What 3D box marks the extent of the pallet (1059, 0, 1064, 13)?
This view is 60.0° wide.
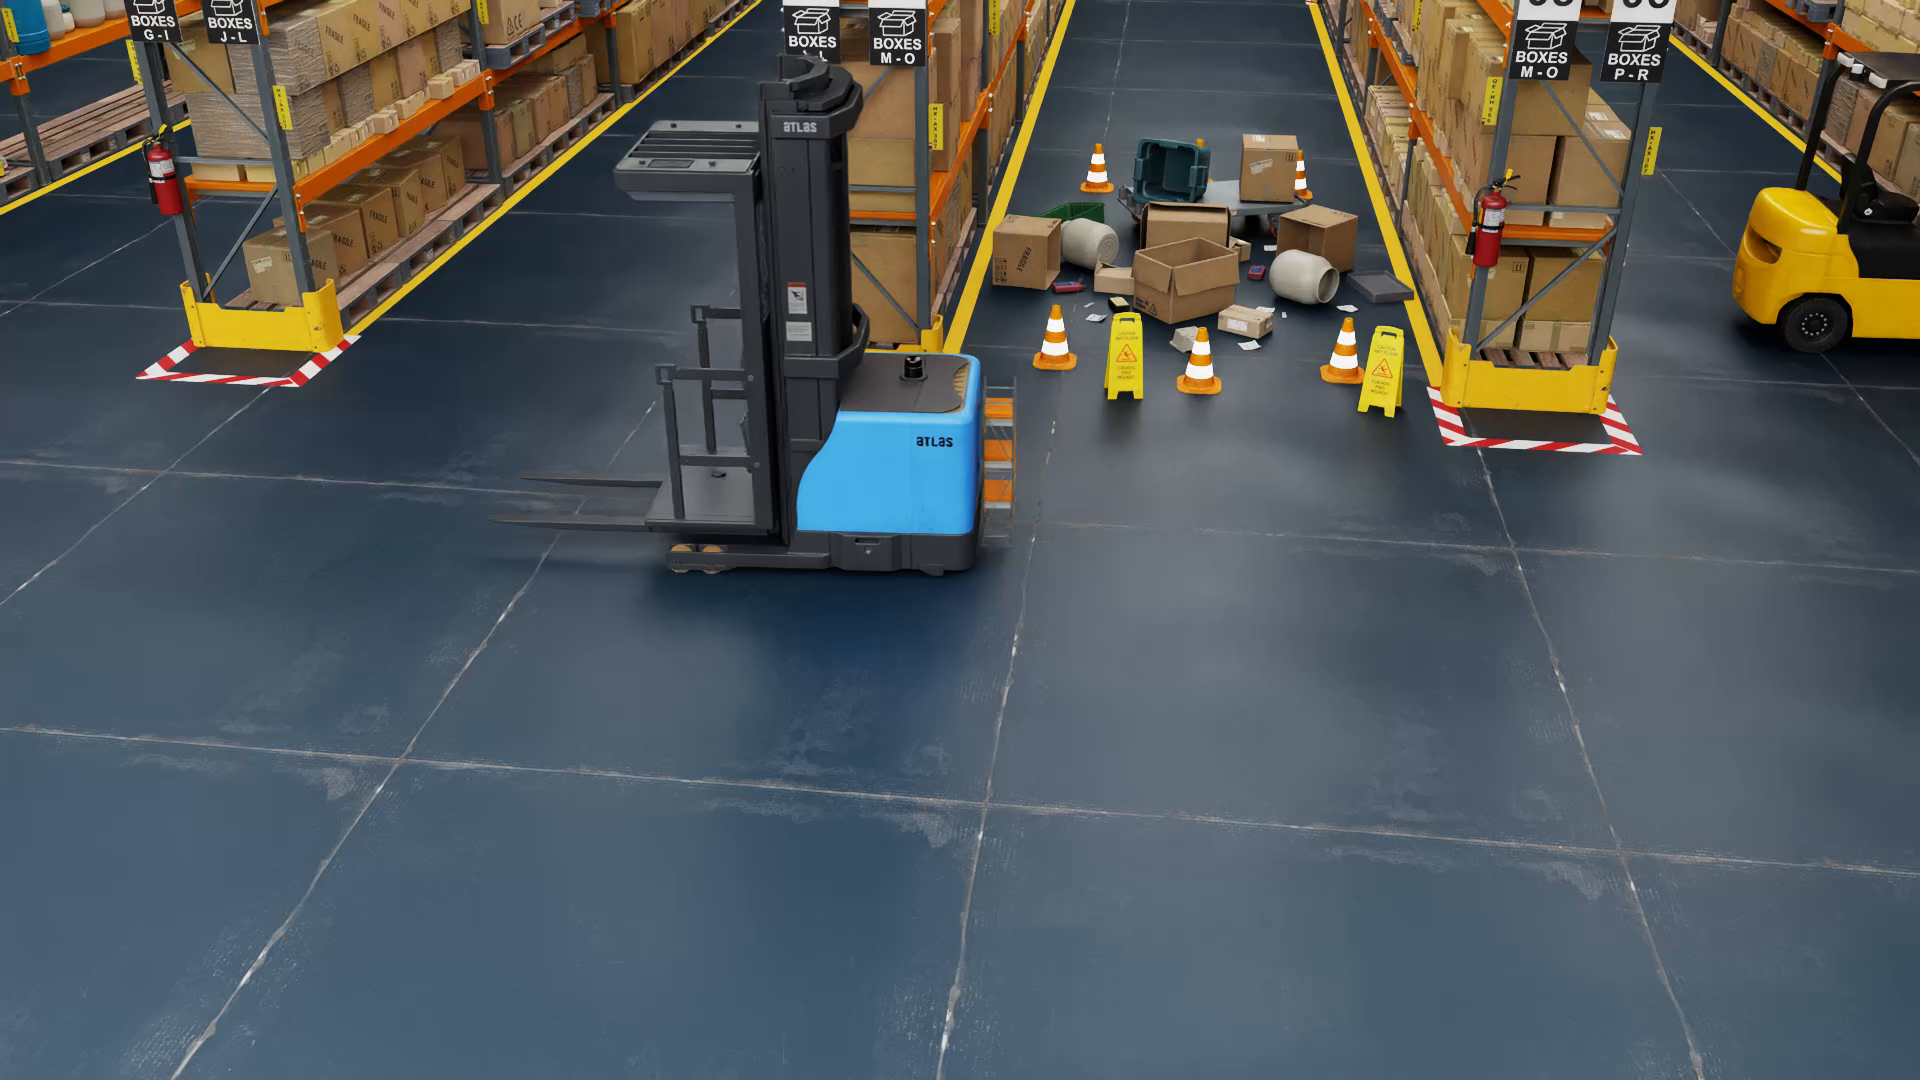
[{"bbox_3d":[1.094,-8.452,26.008,1.003,0.211,1.213,3,28,6],"label":"pallet"}]

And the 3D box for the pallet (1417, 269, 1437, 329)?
[{"bbox_3d":[4.498,-2.085,14.190,1.003,0.211,1.213,3,28,6],"label":"pallet"}]

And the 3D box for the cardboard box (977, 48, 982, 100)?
[{"bbox_3d":[-0.266,-4.339,15.275,0.875,0.550,0.550,3,28,6],"label":"cardboard box"}]

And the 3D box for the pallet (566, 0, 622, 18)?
[{"bbox_3d":[-4.635,-6.239,19.163,1.213,0.211,1.003,3,28,6],"label":"pallet"}]

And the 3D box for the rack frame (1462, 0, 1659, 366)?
[{"bbox_3d":[4.202,-2.324,11.693,1.000,3.000,0.127,3,28,6],"label":"rack frame"}]

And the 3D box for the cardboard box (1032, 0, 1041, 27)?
[{"bbox_3d":[0.780,-6.771,21.350,0.500,0.250,0.500,2,28,4],"label":"cardboard box"}]

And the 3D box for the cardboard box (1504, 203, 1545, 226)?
[{"bbox_3d":[4.036,-2.402,12.103,0.380,0.149,0.250,4,29,8],"label":"cardboard box"}]

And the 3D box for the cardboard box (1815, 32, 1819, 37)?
[{"bbox_3d":[10.663,-6.137,20.279,0.380,0.149,0.250,2,28,4],"label":"cardboard box"}]

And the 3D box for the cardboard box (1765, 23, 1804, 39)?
[{"bbox_3d":[10.193,-6.284,20.553,0.380,0.149,0.250,4,29,8],"label":"cardboard box"}]

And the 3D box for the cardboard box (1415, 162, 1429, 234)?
[{"bbox_3d":[4.298,-2.997,14.607,0.500,0.500,0.500,4,29,8],"label":"cardboard box"}]

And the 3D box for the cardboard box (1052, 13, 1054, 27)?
[{"bbox_3d":[1.143,-7.420,23.716,0.380,0.149,0.250,4,29,8],"label":"cardboard box"}]

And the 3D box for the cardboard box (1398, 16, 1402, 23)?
[{"bbox_3d":[4.804,-5.518,17.444,0.380,0.149,0.250,5,29,9],"label":"cardboard box"}]

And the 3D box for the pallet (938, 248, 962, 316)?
[{"bbox_3d":[-0.551,-2.290,14.570,1.003,0.211,1.213,3,28,6],"label":"pallet"}]

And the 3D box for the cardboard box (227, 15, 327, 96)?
[{"bbox_3d":[-5.295,-3.758,12.882,0.500,0.500,0.500,3,28,6],"label":"cardboard box"}]

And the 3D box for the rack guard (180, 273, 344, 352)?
[{"bbox_3d":[-5.624,-1.835,13.421,1.175,0.500,0.348,3,28,6],"label":"rack guard"}]

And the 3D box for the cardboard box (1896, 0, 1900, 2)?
[{"bbox_3d":[9.720,-5.508,16.813,0.380,0.149,0.250,4,29,7],"label":"cardboard box"}]

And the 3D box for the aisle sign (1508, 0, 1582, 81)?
[{"bbox_3d":[3.907,-3.456,11.054,0.394,0.787,0.004,3,28,6],"label":"aisle sign"}]

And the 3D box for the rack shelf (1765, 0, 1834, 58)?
[{"bbox_3d":[10.354,-6.428,20.069,1.077,0.370,4.000,3,28,6],"label":"rack shelf"}]

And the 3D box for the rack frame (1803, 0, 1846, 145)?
[{"bbox_3d":[10.109,-5.803,18.151,1.000,3.000,0.127,3,28,6],"label":"rack frame"}]

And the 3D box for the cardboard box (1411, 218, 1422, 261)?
[{"bbox_3d":[4.298,-2.667,14.787,0.500,0.250,0.500,5,29,9],"label":"cardboard box"}]

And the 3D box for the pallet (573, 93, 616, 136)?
[{"bbox_3d":[-4.750,-5.070,19.731,1.003,0.211,1.213,3,28,6],"label":"pallet"}]

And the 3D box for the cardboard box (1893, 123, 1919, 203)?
[{"bbox_3d":[9.775,-3.671,16.254,0.875,0.625,0.625,3,28,6],"label":"cardboard box"}]

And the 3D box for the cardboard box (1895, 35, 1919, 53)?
[{"bbox_3d":[9.624,-4.819,16.482,0.500,0.250,0.500,4,29,8],"label":"cardboard box"}]

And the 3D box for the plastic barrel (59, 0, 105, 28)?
[{"bbox_3d":[-9.634,-5.913,18.212,0.433,0.535,0.433,0,28,0],"label":"plastic barrel"}]

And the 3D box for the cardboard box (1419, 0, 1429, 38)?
[{"bbox_3d":[4.423,-4.627,14.496,0.700,0.500,0.500,3,28,6],"label":"cardboard box"}]

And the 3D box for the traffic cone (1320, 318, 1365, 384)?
[{"bbox_3d":[2.975,-1.484,12.810,0.336,0.463,0.334,3,28,6],"label":"traffic cone"}]

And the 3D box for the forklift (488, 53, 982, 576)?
[{"bbox_3d":[-1.394,-1.332,9.924,3.031,2.935,1.130,2,28,3],"label":"forklift"}]

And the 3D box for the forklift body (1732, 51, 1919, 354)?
[{"bbox_3d":[7.551,-2.662,13.216,2.313,2.155,1.214,3,28,6],"label":"forklift body"}]

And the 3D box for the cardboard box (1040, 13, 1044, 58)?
[{"bbox_3d":[0.843,-6.693,21.995,0.500,0.500,0.500,3,28,5],"label":"cardboard box"}]

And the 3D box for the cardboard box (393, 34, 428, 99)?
[{"bbox_3d":[-5.317,-4.275,14.895,0.875,0.500,0.500,3,28,6],"label":"cardboard box"}]

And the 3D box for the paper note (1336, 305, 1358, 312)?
[{"bbox_3d":[3.310,-1.982,14.189,0.142,0.019,0.148,-6,29,-11],"label":"paper note"}]

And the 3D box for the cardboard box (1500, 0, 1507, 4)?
[{"bbox_3d":[3.966,-3.837,11.604,0.380,0.149,0.250,4,29,7],"label":"cardboard box"}]

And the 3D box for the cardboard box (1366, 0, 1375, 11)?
[{"bbox_3d":[4.987,-6.277,19.188,0.500,0.250,0.500,2,28,4],"label":"cardboard box"}]

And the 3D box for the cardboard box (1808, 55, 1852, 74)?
[{"bbox_3d":[9.918,-5.420,18.949,0.380,0.149,0.250,2,28,4],"label":"cardboard box"}]

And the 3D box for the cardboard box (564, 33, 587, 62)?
[{"bbox_3d":[-4.705,-5.772,19.474,0.500,0.250,0.500,4,29,8],"label":"cardboard box"}]

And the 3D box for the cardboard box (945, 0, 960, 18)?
[{"bbox_3d":[-0.467,-4.305,14.073,0.875,0.550,0.550,3,28,6],"label":"cardboard box"}]

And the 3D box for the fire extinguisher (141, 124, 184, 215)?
[{"bbox_3d":[-6.105,-2.839,12.730,0.296,0.674,0.183,3,28,6],"label":"fire extinguisher"}]

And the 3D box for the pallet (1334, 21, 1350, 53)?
[{"bbox_3d":[5.843,-7.098,23.495,1.003,0.211,1.213,3,28,6],"label":"pallet"}]

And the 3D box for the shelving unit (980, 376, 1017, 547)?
[{"bbox_3d":[0.241,-0.482,10.329,0.215,1.050,0.252,1,28,2],"label":"shelving unit"}]

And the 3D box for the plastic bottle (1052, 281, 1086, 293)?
[{"bbox_3d":[0.959,-2.223,14.604,0.283,0.061,0.133,-6,29,-11],"label":"plastic bottle"}]

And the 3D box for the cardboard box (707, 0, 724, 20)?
[{"bbox_3d":[-4.003,-8.104,24.219,0.875,0.875,0.875,3,28,6],"label":"cardboard box"}]

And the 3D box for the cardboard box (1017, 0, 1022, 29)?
[{"bbox_3d":[0.406,-5.911,18.247,0.500,0.500,0.500,3,28,6],"label":"cardboard box"}]

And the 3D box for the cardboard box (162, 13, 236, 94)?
[{"bbox_3d":[-5.811,-3.788,12.938,0.500,0.500,0.500,3,28,6],"label":"cardboard box"}]

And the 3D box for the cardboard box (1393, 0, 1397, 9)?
[{"bbox_3d":[4.782,-5.755,17.200,0.500,0.500,0.500,4,29,7],"label":"cardboard box"}]

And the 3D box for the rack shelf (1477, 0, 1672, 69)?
[{"bbox_3d":[4.447,-4.269,12.900,1.077,0.370,4.000,3,28,6],"label":"rack shelf"}]

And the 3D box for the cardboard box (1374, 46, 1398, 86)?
[{"bbox_3d":[5.349,-5.659,19.682,0.875,0.875,0.875,3,28,6],"label":"cardboard box"}]

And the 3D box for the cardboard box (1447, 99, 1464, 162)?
[{"bbox_3d":[4.126,-3.241,12.977,0.500,0.500,0.500,3,28,6],"label":"cardboard box"}]

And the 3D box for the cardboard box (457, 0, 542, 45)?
[{"bbox_3d":[-4.907,-5.598,16.694,1.000,1.000,1.000,4,29,7],"label":"cardboard box"}]

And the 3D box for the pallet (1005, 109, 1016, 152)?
[{"bbox_3d":[0.086,-4.735,19.109,1.003,0.211,1.213,3,28,6],"label":"pallet"}]

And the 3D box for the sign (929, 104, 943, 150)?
[{"bbox_3d":[-0.173,-2.945,11.850,0.100,0.325,0.005,3,28,6],"label":"sign"}]

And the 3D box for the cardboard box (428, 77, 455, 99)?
[{"bbox_3d":[-4.928,-4.198,15.437,0.380,0.149,0.250,3,28,6],"label":"cardboard box"}]

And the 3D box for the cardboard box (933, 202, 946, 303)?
[{"bbox_3d":[-0.600,-2.551,13.912,0.875,0.875,0.875,3,28,5],"label":"cardboard box"}]

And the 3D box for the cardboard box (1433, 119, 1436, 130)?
[{"bbox_3d":[4.289,-3.603,14.333,0.380,0.149,0.250,4,29,8],"label":"cardboard box"}]

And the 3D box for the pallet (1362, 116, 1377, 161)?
[{"bbox_3d":[5.085,-4.494,18.662,1.003,0.211,1.213,3,28,6],"label":"pallet"}]

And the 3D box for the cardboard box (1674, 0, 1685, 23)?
[{"bbox_3d":[10.613,-7.728,23.916,0.500,0.500,0.500,4,29,7],"label":"cardboard box"}]

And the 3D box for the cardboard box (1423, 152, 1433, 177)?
[{"bbox_3d":[4.216,-3.237,14.371,0.380,0.149,0.250,4,29,8],"label":"cardboard box"}]

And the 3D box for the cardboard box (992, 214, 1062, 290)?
[{"bbox_3d":[0.595,-2.557,14.759,0.500,0.500,0.500,8,29,15],"label":"cardboard box"}]

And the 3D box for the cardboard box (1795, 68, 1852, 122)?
[{"bbox_3d":[9.948,-5.099,19.037,0.500,0.500,0.500,4,29,8],"label":"cardboard box"}]

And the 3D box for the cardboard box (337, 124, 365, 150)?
[{"bbox_3d":[-5.219,-3.379,13.917,0.380,0.149,0.250,3,28,6],"label":"cardboard box"}]
